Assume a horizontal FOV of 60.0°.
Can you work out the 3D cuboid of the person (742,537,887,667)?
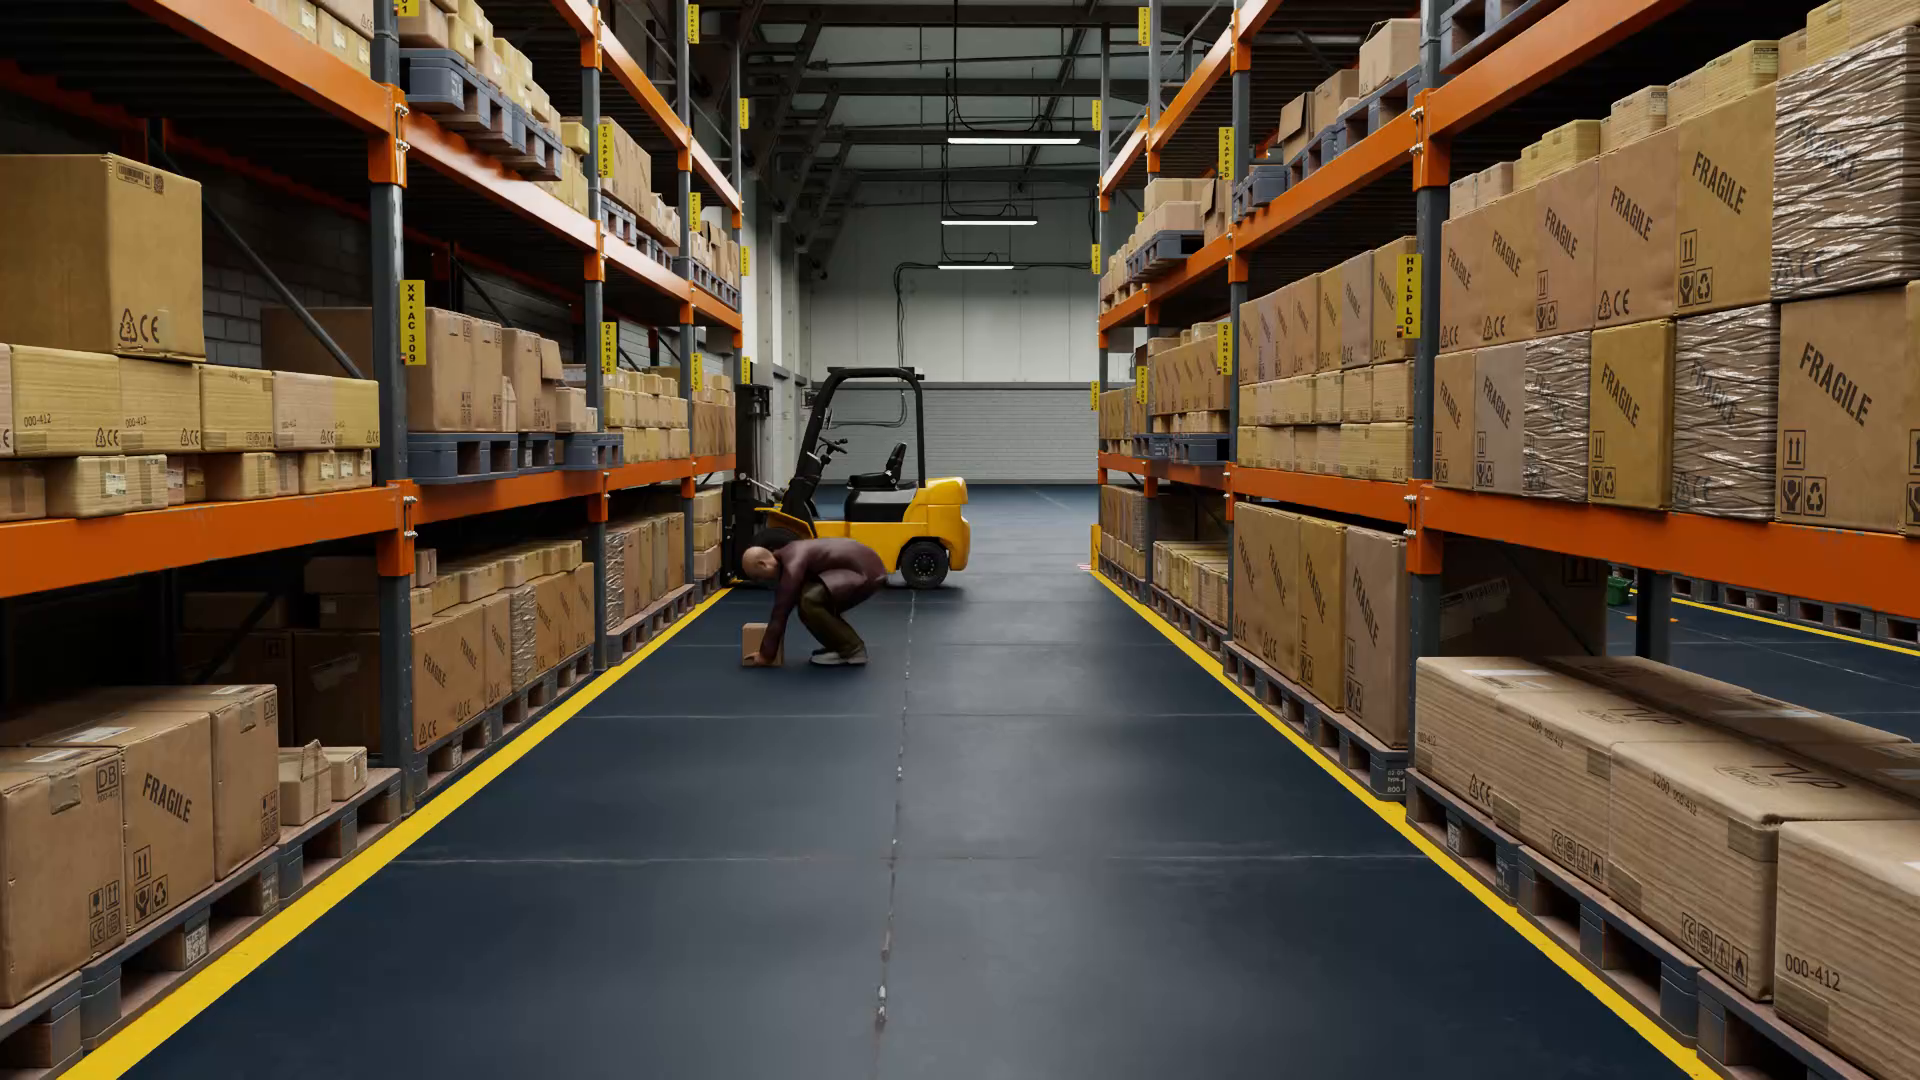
[{"bbox_3d":[-0.953,0.409,10.935,0.951,0.844,0.584,0,4,-3],"label":"person"}]
